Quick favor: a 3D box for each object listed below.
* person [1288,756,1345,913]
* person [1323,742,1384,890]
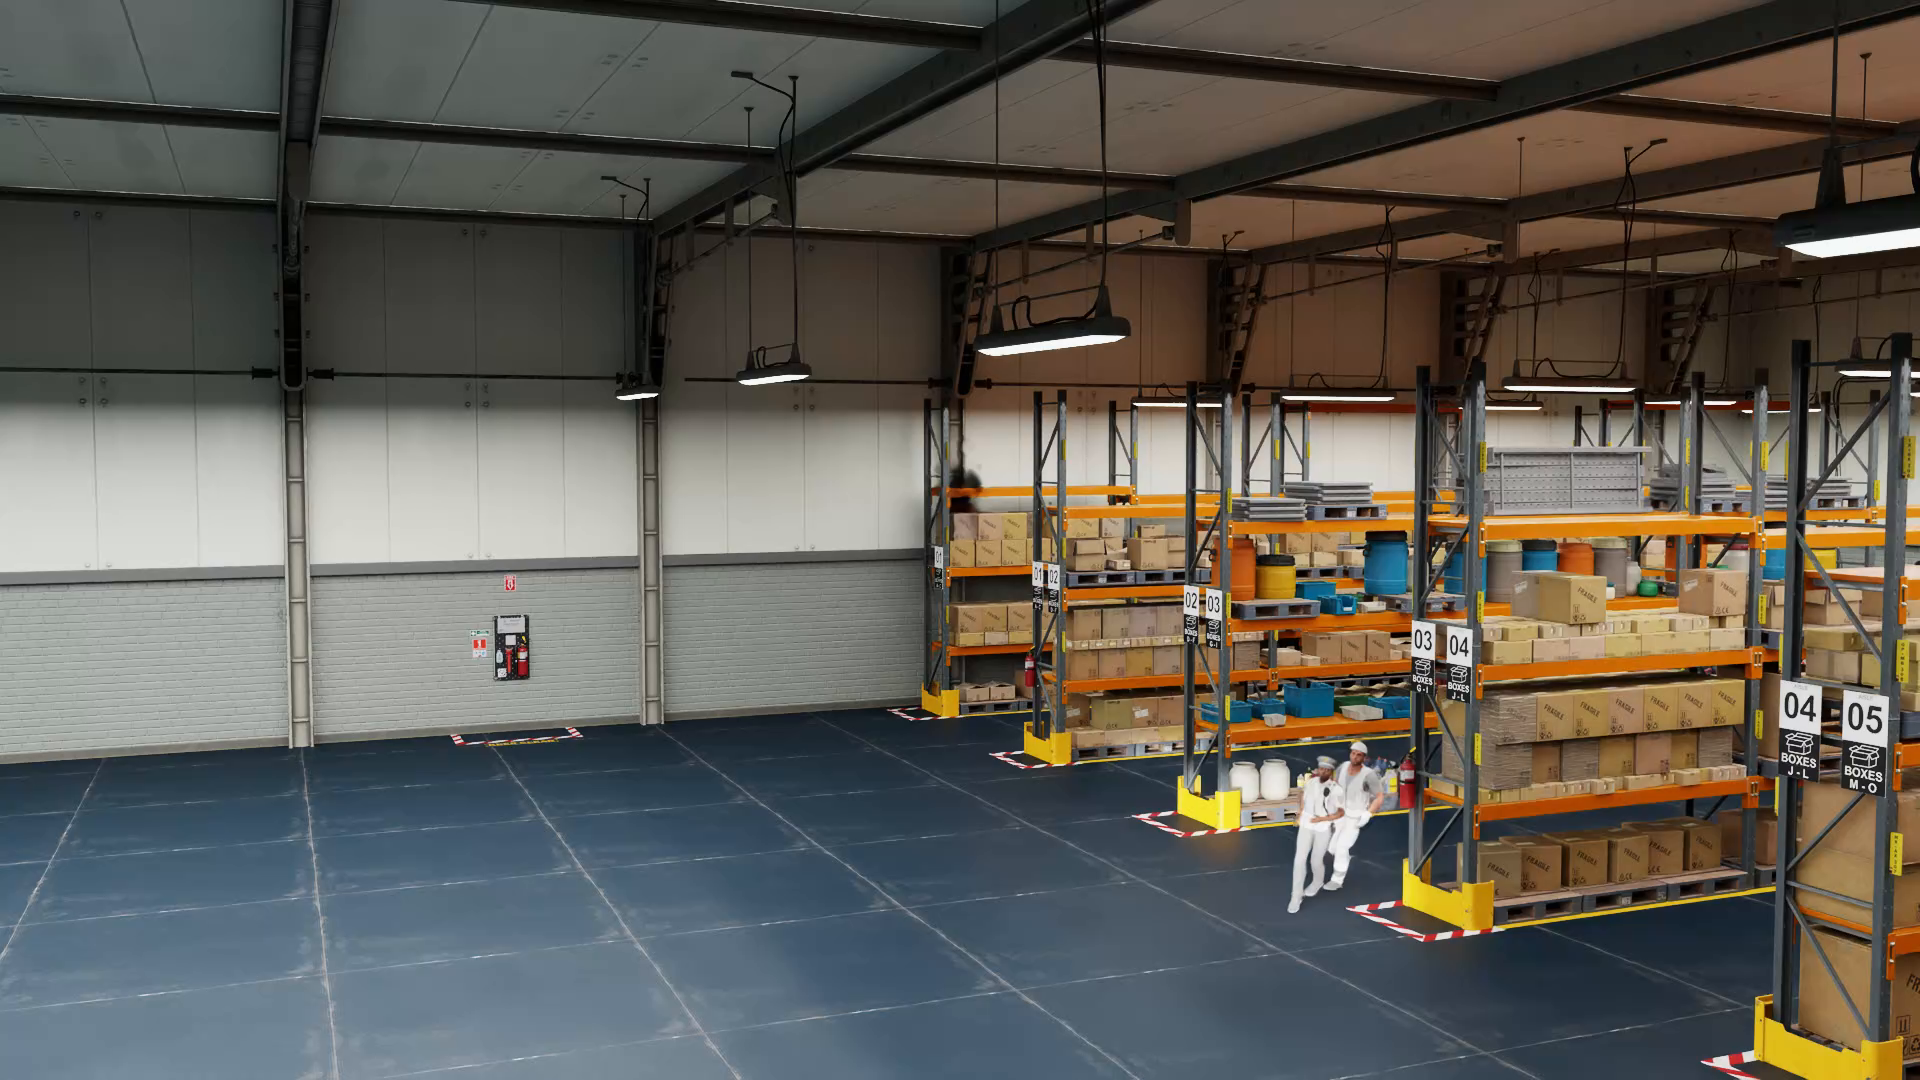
[{"bbox_3d":[3.971,3.229,18.458,0.601,1.689,0.868,2,4,31],"label":"person"},{"bbox_3d":[4.555,3.171,19.183,0.720,1.722,0.625,3,4,41],"label":"person"}]
